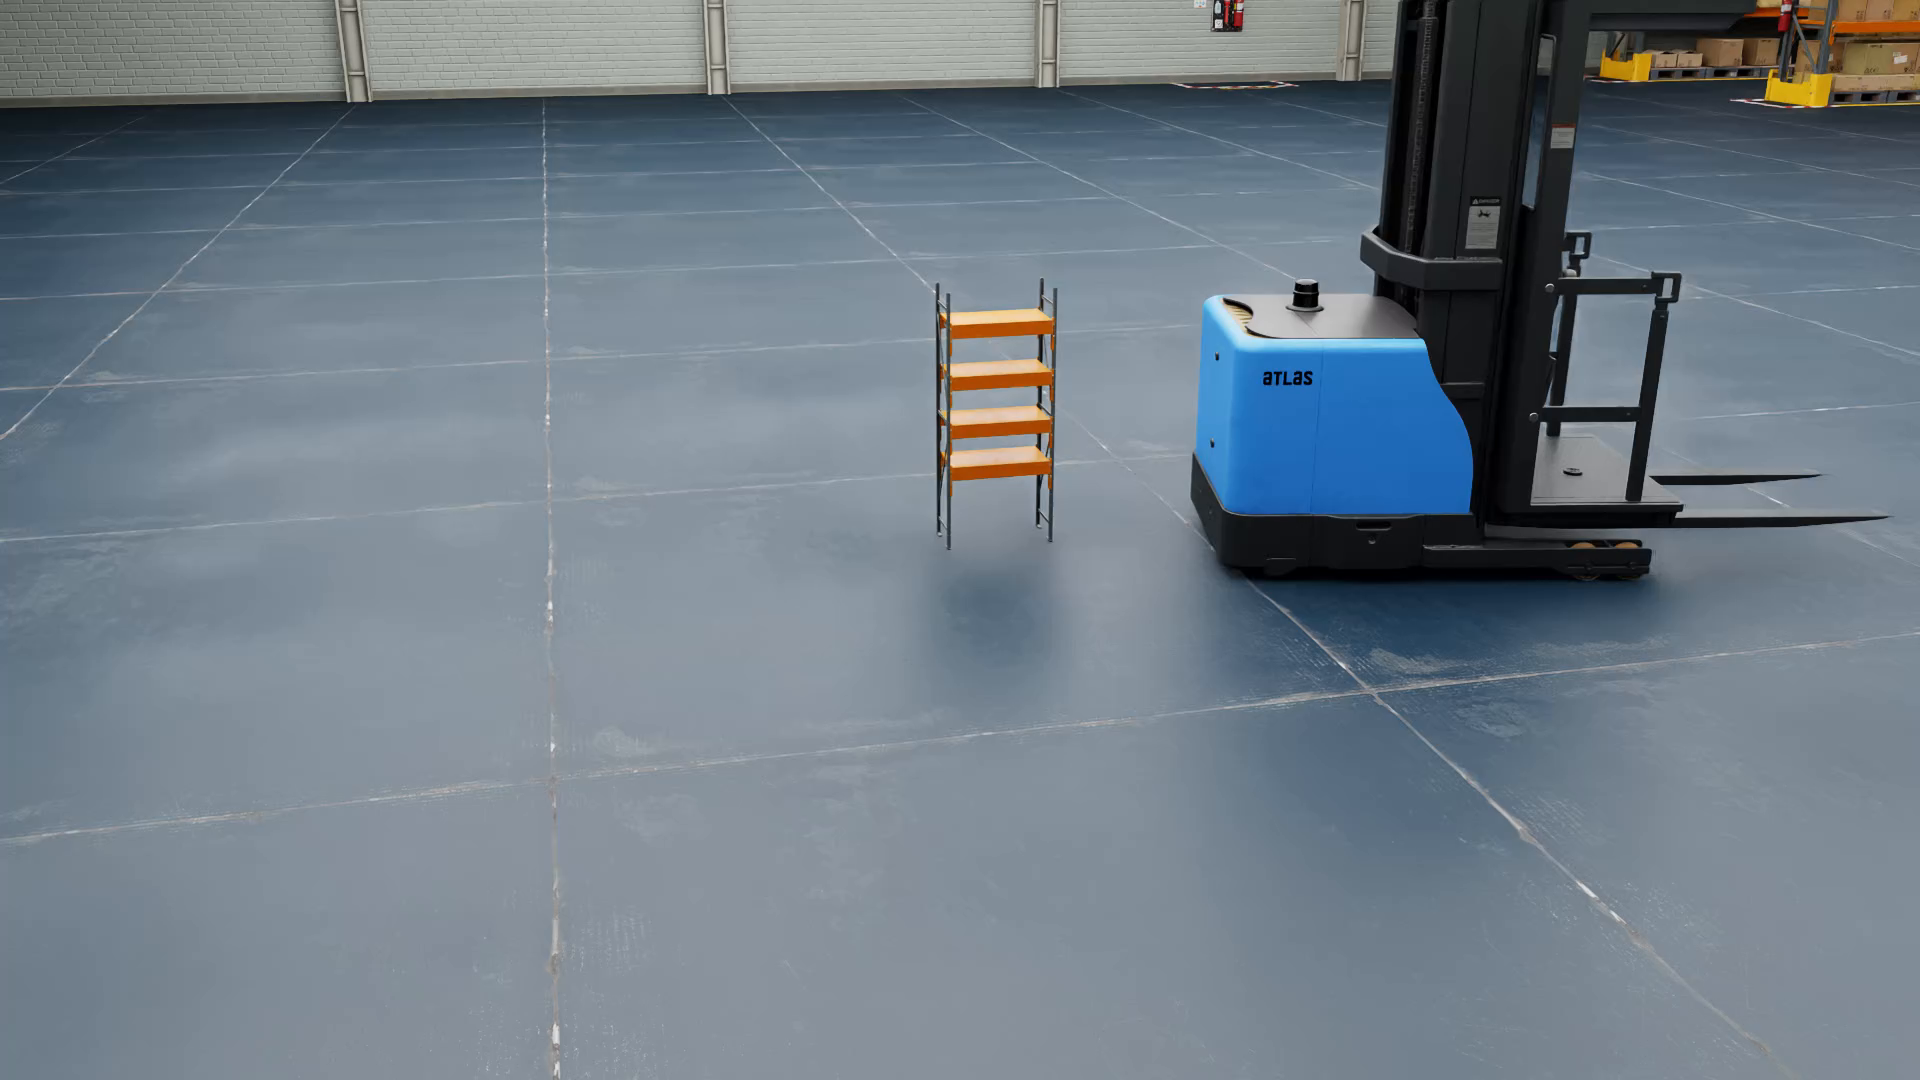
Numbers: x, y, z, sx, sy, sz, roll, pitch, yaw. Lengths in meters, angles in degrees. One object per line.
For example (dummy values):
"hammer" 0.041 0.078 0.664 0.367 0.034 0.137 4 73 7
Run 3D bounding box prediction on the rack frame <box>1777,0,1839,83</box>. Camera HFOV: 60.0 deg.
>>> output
"rack frame" 13.931 -8.688 27.172 0.127 3.000 1.000 -5 21 -12

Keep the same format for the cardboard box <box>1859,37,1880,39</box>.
"cardboard box" 17.884 -9.817 33.248 0.500 0.500 0.700 -5 21 -14

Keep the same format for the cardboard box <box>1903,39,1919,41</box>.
"cardboard box" 16.328 -8.252 28.277 0.500 0.500 0.500 -5 21 -12

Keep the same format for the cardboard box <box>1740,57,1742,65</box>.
"cardboard box" 15.119 -9.411 32.649 0.250 0.149 0.380 -6 21 -17

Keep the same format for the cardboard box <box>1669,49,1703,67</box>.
"cardboard box" 14.037 -9.360 32.275 0.500 0.311 0.500 -3 20 -8

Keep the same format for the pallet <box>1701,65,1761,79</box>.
"pallet" 14.845 -9.191 32.597 1.213 0.211 1.003 -5 21 -12

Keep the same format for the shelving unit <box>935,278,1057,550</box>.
"shelving unit" 0.161 -0.576 7.644 0.503 1.200 0.258 -5 21 -12

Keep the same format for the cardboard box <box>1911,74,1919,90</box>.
"cardboard box" 15.965 -7.680 27.807 0.500 0.250 0.500 -5 21 -12

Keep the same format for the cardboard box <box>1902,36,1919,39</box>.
"cardboard box" 18.879 -9.887 33.439 0.500 0.500 0.700 -5 21 -13

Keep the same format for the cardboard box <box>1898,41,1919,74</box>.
"cardboard box" 15.965 -8.032 27.678 0.500 0.500 0.500 -5 21 -12

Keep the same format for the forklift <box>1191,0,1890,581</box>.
"forklift" 2.656 -1.379 7.317 3.031 2.935 1.130 0 20 -1

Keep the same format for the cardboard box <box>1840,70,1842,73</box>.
"cardboard box" 14.869 -7.779 28.077 0.500 0.250 0.500 -5 21 -12

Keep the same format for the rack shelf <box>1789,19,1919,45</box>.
"rack shelf" 15.878 -8.509 27.727 4.000 0.370 1.077 -5 21 -12

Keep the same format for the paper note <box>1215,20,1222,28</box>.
"paper note" 4.829 -9.629 31.020 0.142 0.148 0.016 -5 21 -12

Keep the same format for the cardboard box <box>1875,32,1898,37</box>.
"cardboard box" 18.326 -10.190 33.175 0.500 0.250 0.500 -5 21 -14

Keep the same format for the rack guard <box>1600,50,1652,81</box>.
"rack guard" 12.862 -9.178 32.144 0.348 0.500 1.175 -5 21 -12

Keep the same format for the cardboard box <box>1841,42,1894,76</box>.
"cardboard box" 14.991 -7.955 27.466 0.500 0.500 0.500 -5 21 -12

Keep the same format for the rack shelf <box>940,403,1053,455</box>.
"rack shelf" 0.161 -0.513 7.667 0.480 0.148 0.258 -5 21 -12

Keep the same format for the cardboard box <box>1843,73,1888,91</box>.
"cardboard box" 14.990 -7.603 27.596 0.500 0.250 0.500 -5 21 -12

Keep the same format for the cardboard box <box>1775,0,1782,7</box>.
"cardboard box" 15.803 -10.426 32.105 0.500 0.250 0.500 -5 21 -12

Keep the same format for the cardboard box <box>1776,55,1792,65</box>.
"cardboard box" 16.167 -9.486 32.830 0.250 0.166 0.380 -7 21 -20

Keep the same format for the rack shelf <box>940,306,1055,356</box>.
"rack shelf" 0.161 -0.945 7.509 0.480 0.148 0.258 -5 21 -12

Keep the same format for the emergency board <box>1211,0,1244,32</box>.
"emergency board" 5.017 -10.033 30.844 0.643 1.169 0.194 -5 21 -12

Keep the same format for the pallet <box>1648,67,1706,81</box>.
"pallet" 13.661 -9.095 32.337 1.213 0.211 1.003 -5 21 -12

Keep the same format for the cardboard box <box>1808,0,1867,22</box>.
"cardboard box" 14.389 -8.768 27.244 0.500 0.500 0.700 -5 21 -12

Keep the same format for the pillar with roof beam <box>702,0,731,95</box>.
"pillar with roof beam" -3.256 -10.642 23.784 0.400 9.000 9.100 -5 21 -12

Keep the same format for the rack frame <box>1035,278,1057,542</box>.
"rack frame" 0.399 -0.596 7.697 0.015 1.200 0.240 -5 21 -12

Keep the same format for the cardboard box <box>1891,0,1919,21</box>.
"cardboard box" 15.383 -8.848 27.463 0.500 0.500 0.700 -5 21 -12

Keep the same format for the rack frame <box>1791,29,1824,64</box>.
"rack frame" 16.681 -10.663 32.562 0.127 3.000 1.000 -5 21 -12

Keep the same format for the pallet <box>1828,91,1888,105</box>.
"pallet" 14.666 -7.453 27.855 1.213 0.211 1.003 -5 21 -12

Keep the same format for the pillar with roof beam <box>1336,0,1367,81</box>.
"pillar with roof beam" 8.422 -11.592 26.377 0.400 9.000 9.100 -5 21 -12

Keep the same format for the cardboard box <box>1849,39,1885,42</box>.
"cardboard box" 15.355 -8.172 28.061 0.500 0.500 0.500 -5 21 -12
